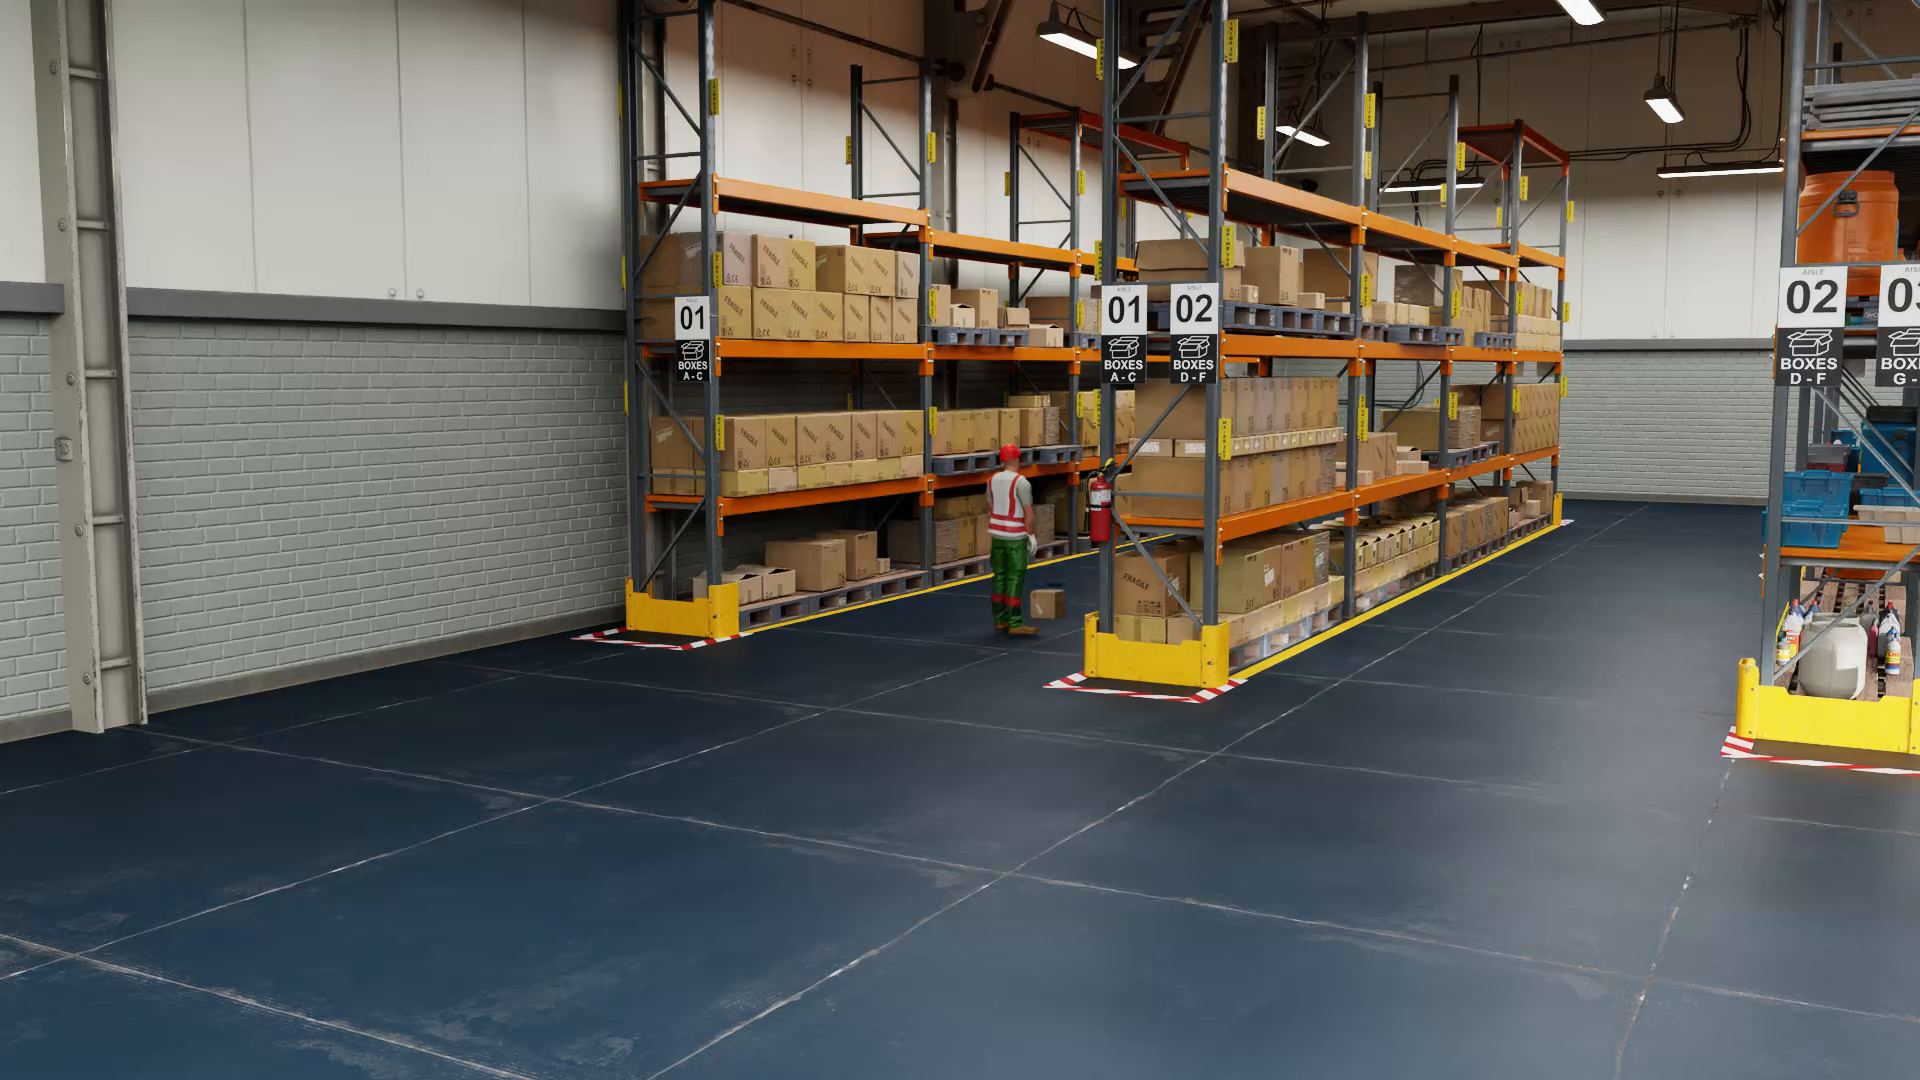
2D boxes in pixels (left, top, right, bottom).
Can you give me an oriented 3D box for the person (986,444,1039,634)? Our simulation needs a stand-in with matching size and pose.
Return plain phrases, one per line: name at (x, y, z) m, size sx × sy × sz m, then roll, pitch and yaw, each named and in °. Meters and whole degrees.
person at (0.506, -0.021, 15.863) m, size 0.434 × 1.796 × 0.597 m, roll -6°, pitch 8°, yaw -44°
